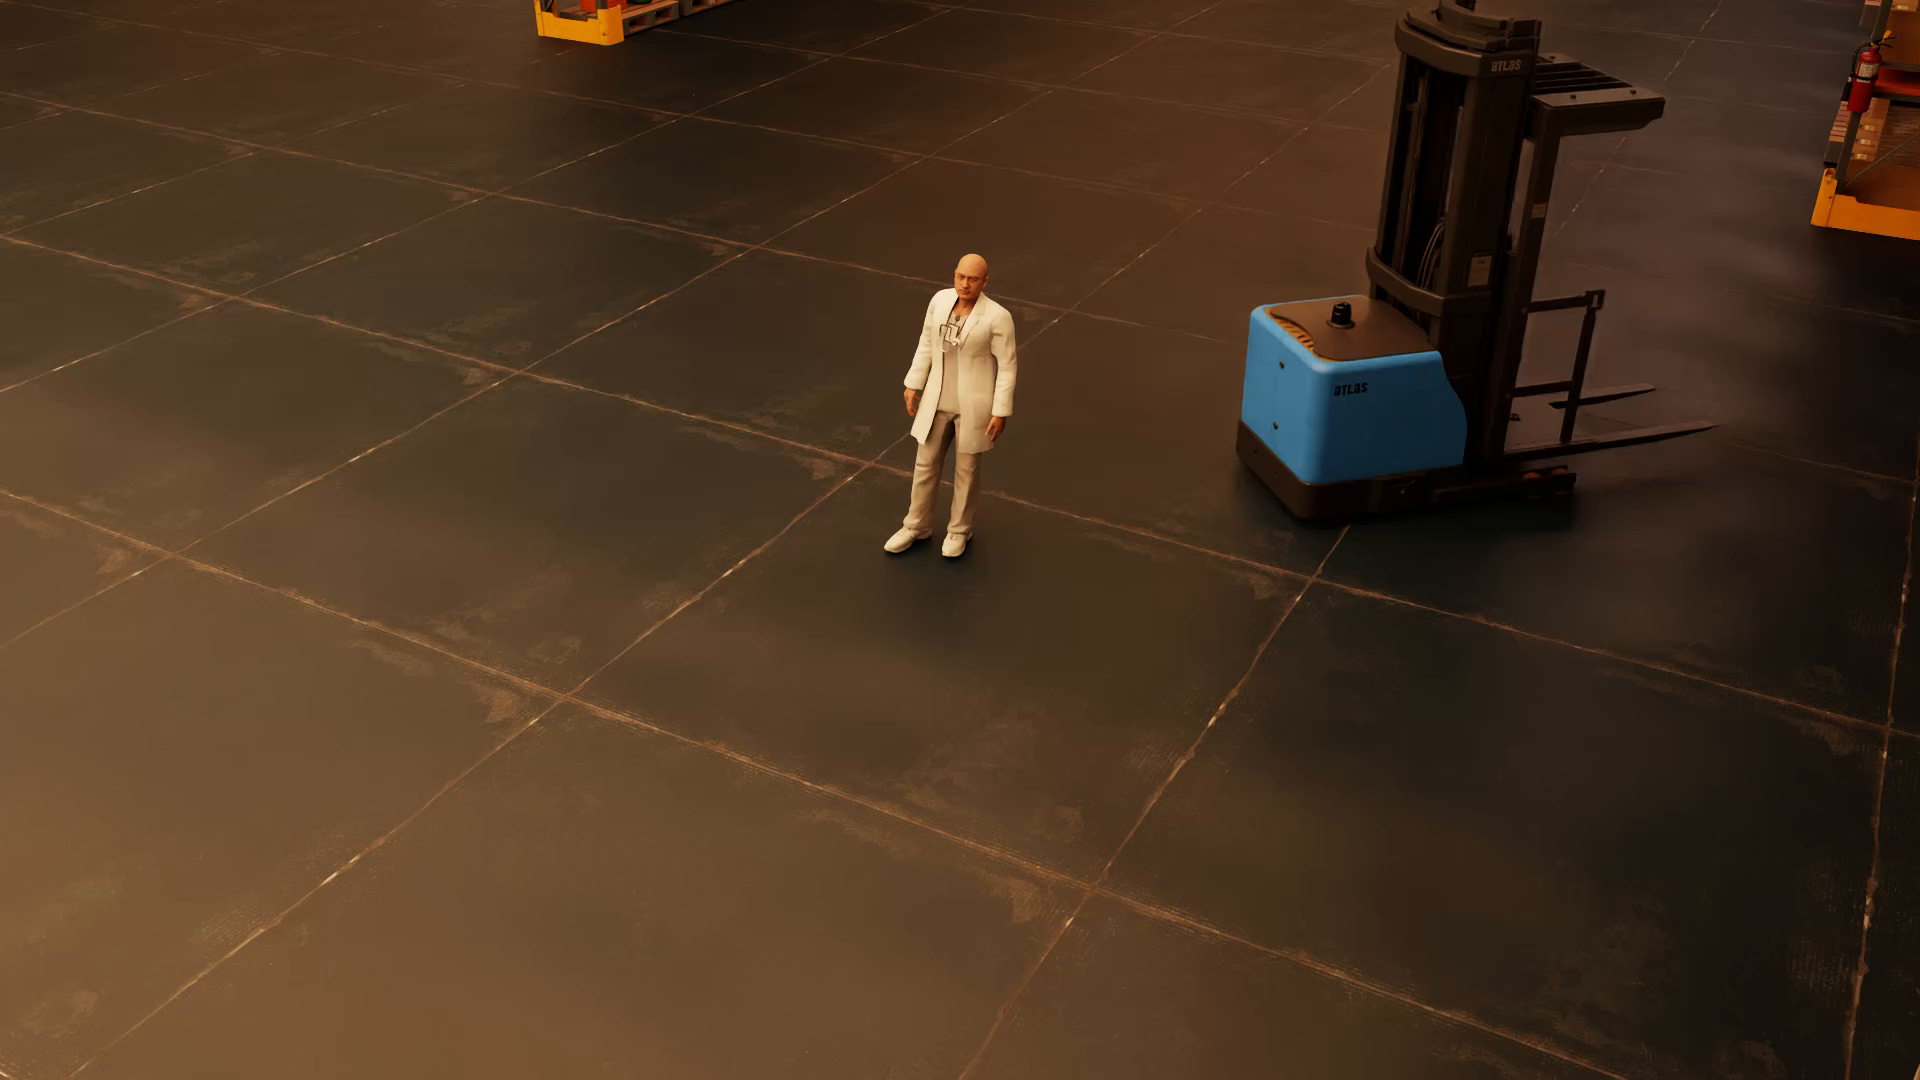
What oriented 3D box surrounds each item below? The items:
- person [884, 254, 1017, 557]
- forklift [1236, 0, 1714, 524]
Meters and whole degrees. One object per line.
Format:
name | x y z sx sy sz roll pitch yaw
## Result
person | -0.048 -0.737 9.487 0.698 1.777 0.578 15 33 25
forklift | 3.375 -1.773 10.143 3.031 2.935 1.130 -8 31 -14
